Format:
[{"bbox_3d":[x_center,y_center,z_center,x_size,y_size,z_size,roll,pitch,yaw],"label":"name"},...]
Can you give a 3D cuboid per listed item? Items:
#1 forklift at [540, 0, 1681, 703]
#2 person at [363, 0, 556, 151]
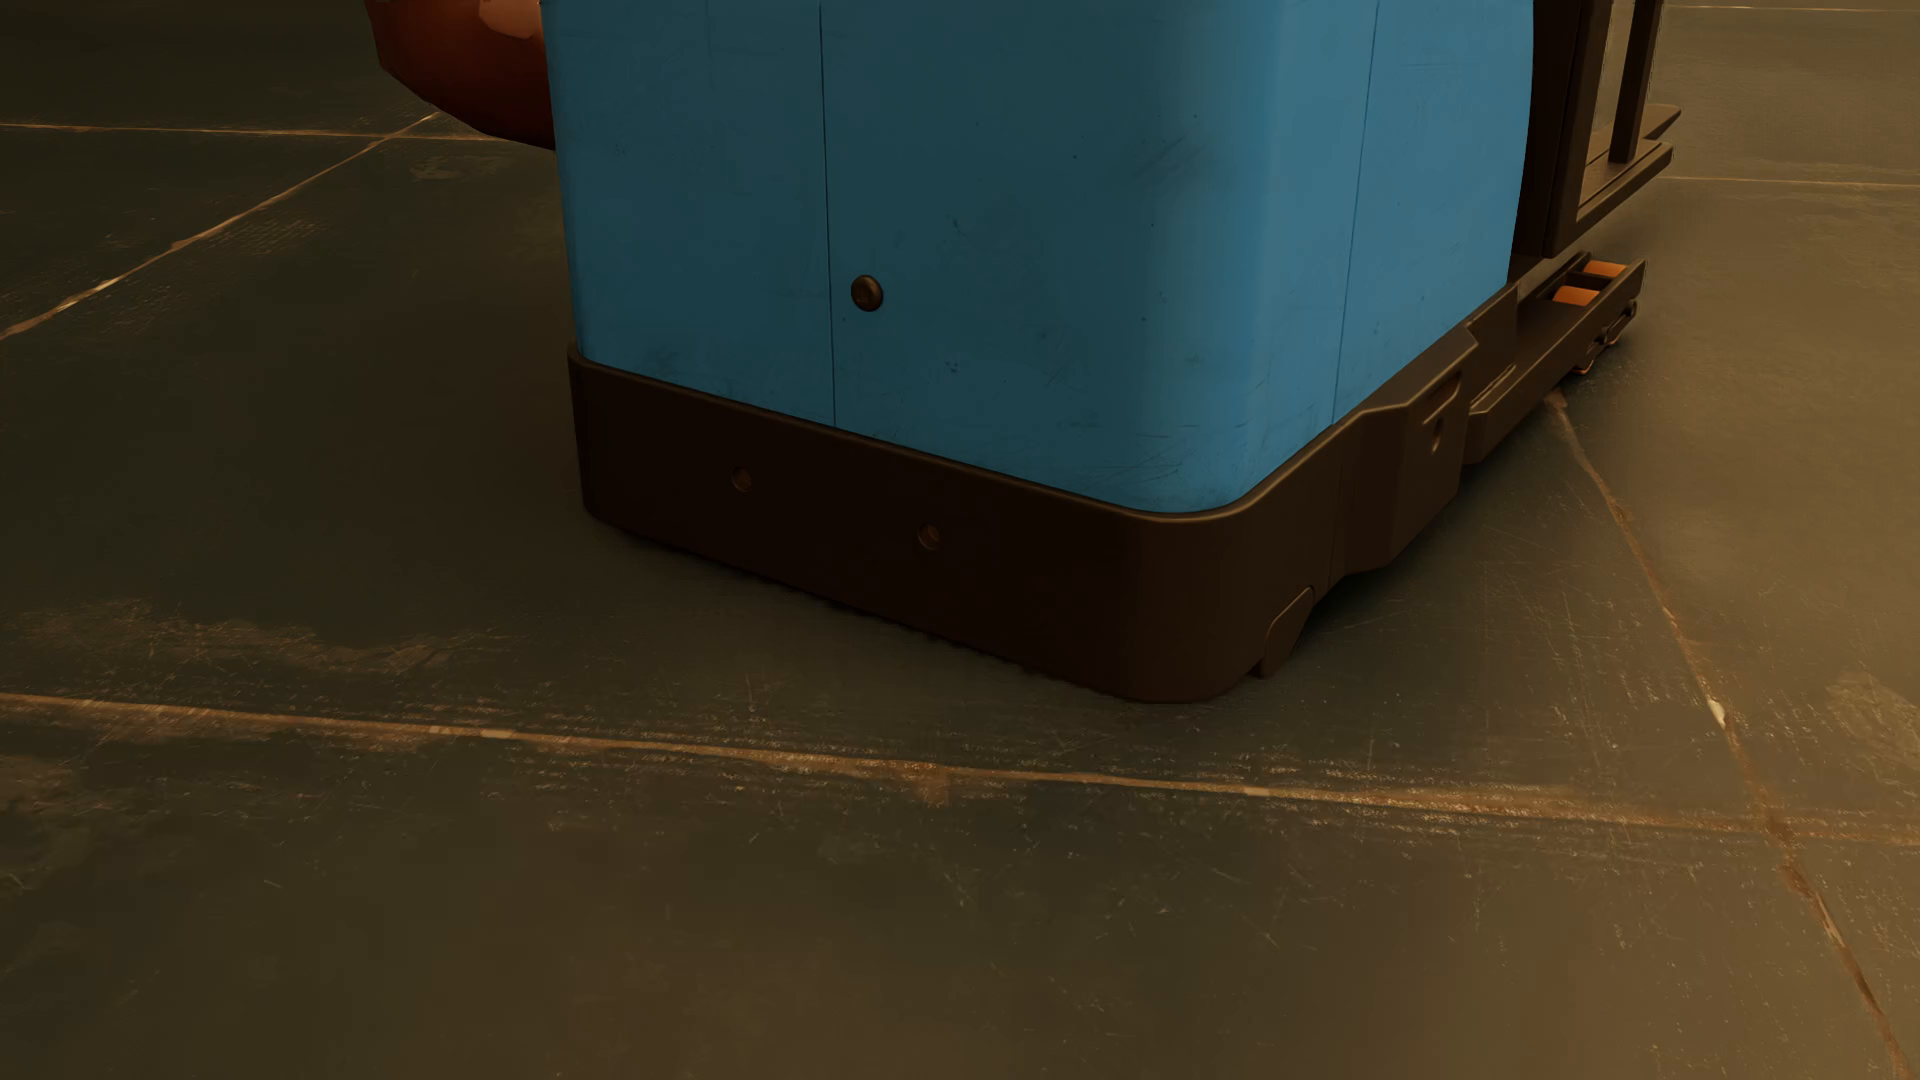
[{"bbox_3d":[0.684,-1.727,2.679,1.130,2.935,3.031,17,31,30],"label":"forklift"},{"bbox_3d":[-0.691,-0.995,2.956,0.748,1.431,1.463,-14,30,-26],"label":"person"}]
